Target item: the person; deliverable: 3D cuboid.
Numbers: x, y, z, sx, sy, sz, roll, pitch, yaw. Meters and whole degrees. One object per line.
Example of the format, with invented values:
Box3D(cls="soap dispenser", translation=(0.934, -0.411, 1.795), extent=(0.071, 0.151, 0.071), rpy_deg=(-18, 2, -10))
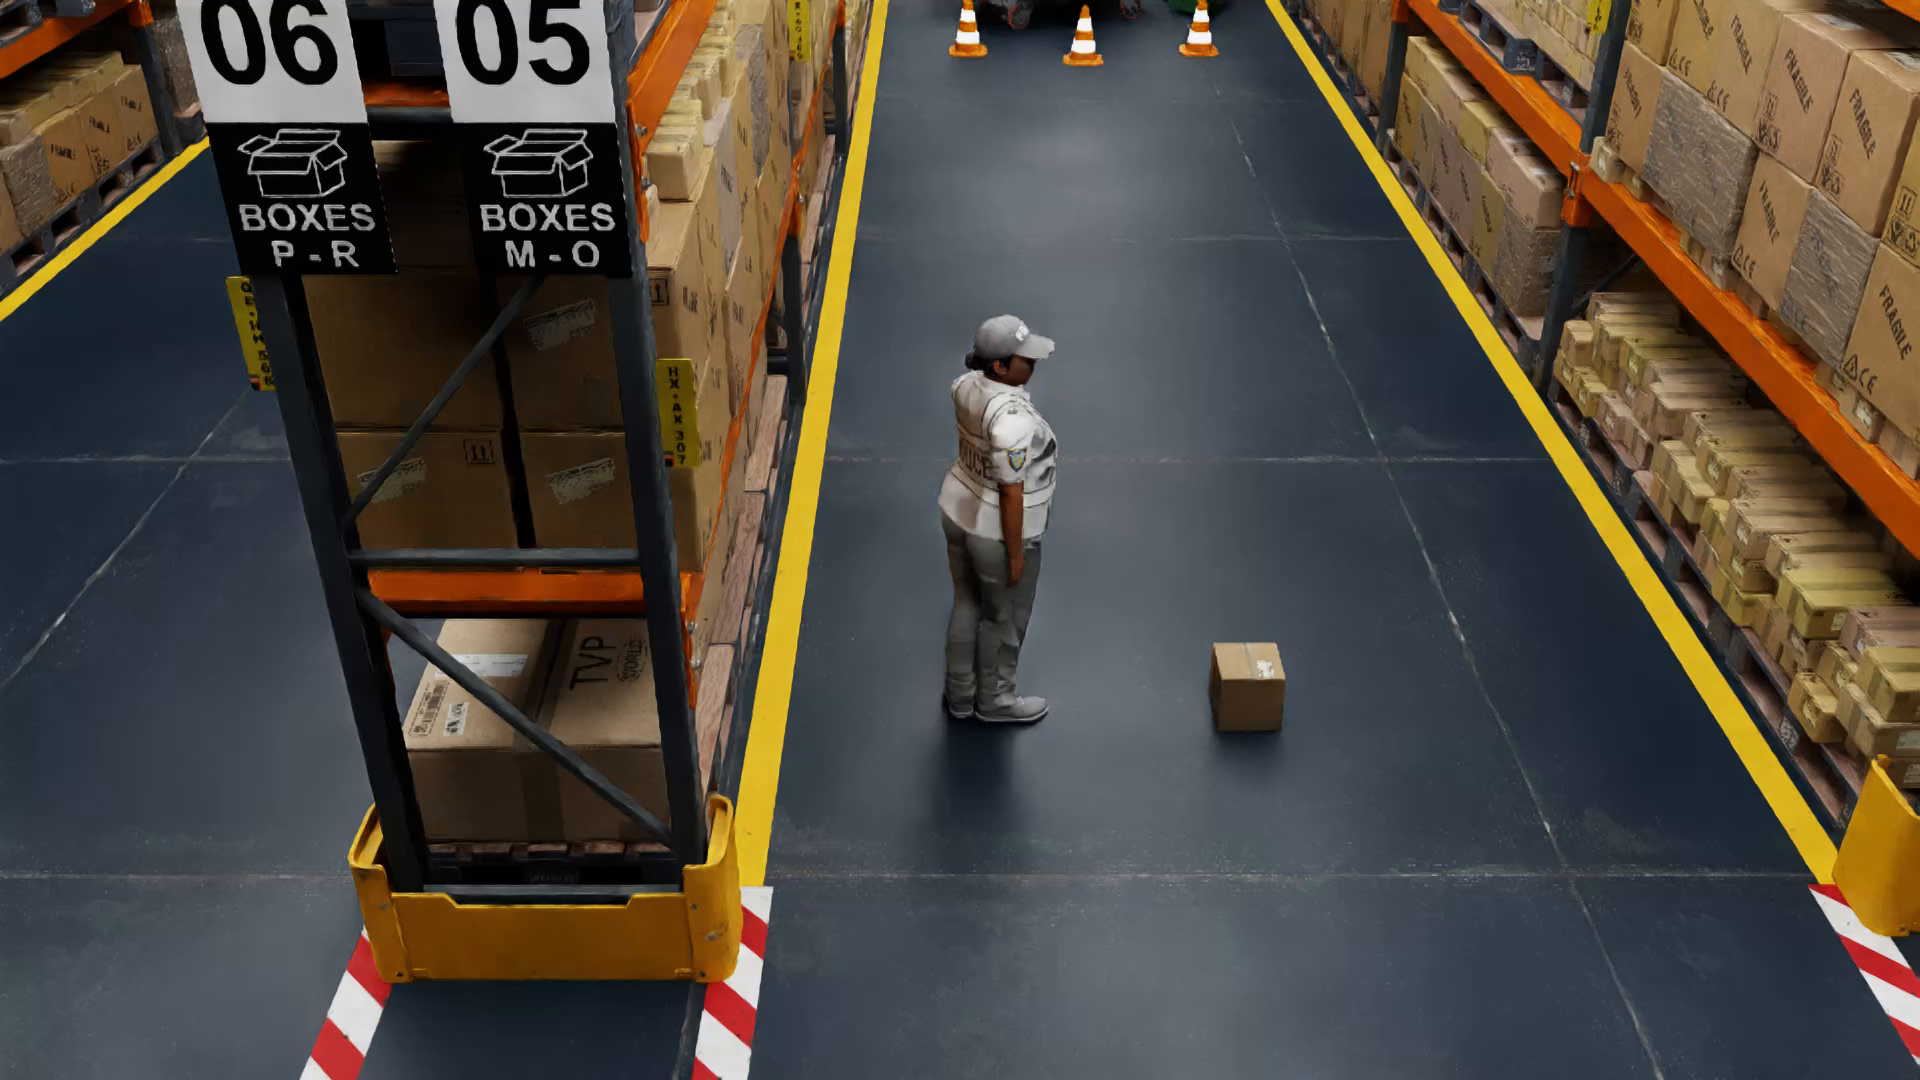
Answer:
Box3D(cls="person", translation=(0.130, -0.068, 6.233), extent=(0.431, 1.672, 0.540), rpy_deg=(-18, 36, -26))
